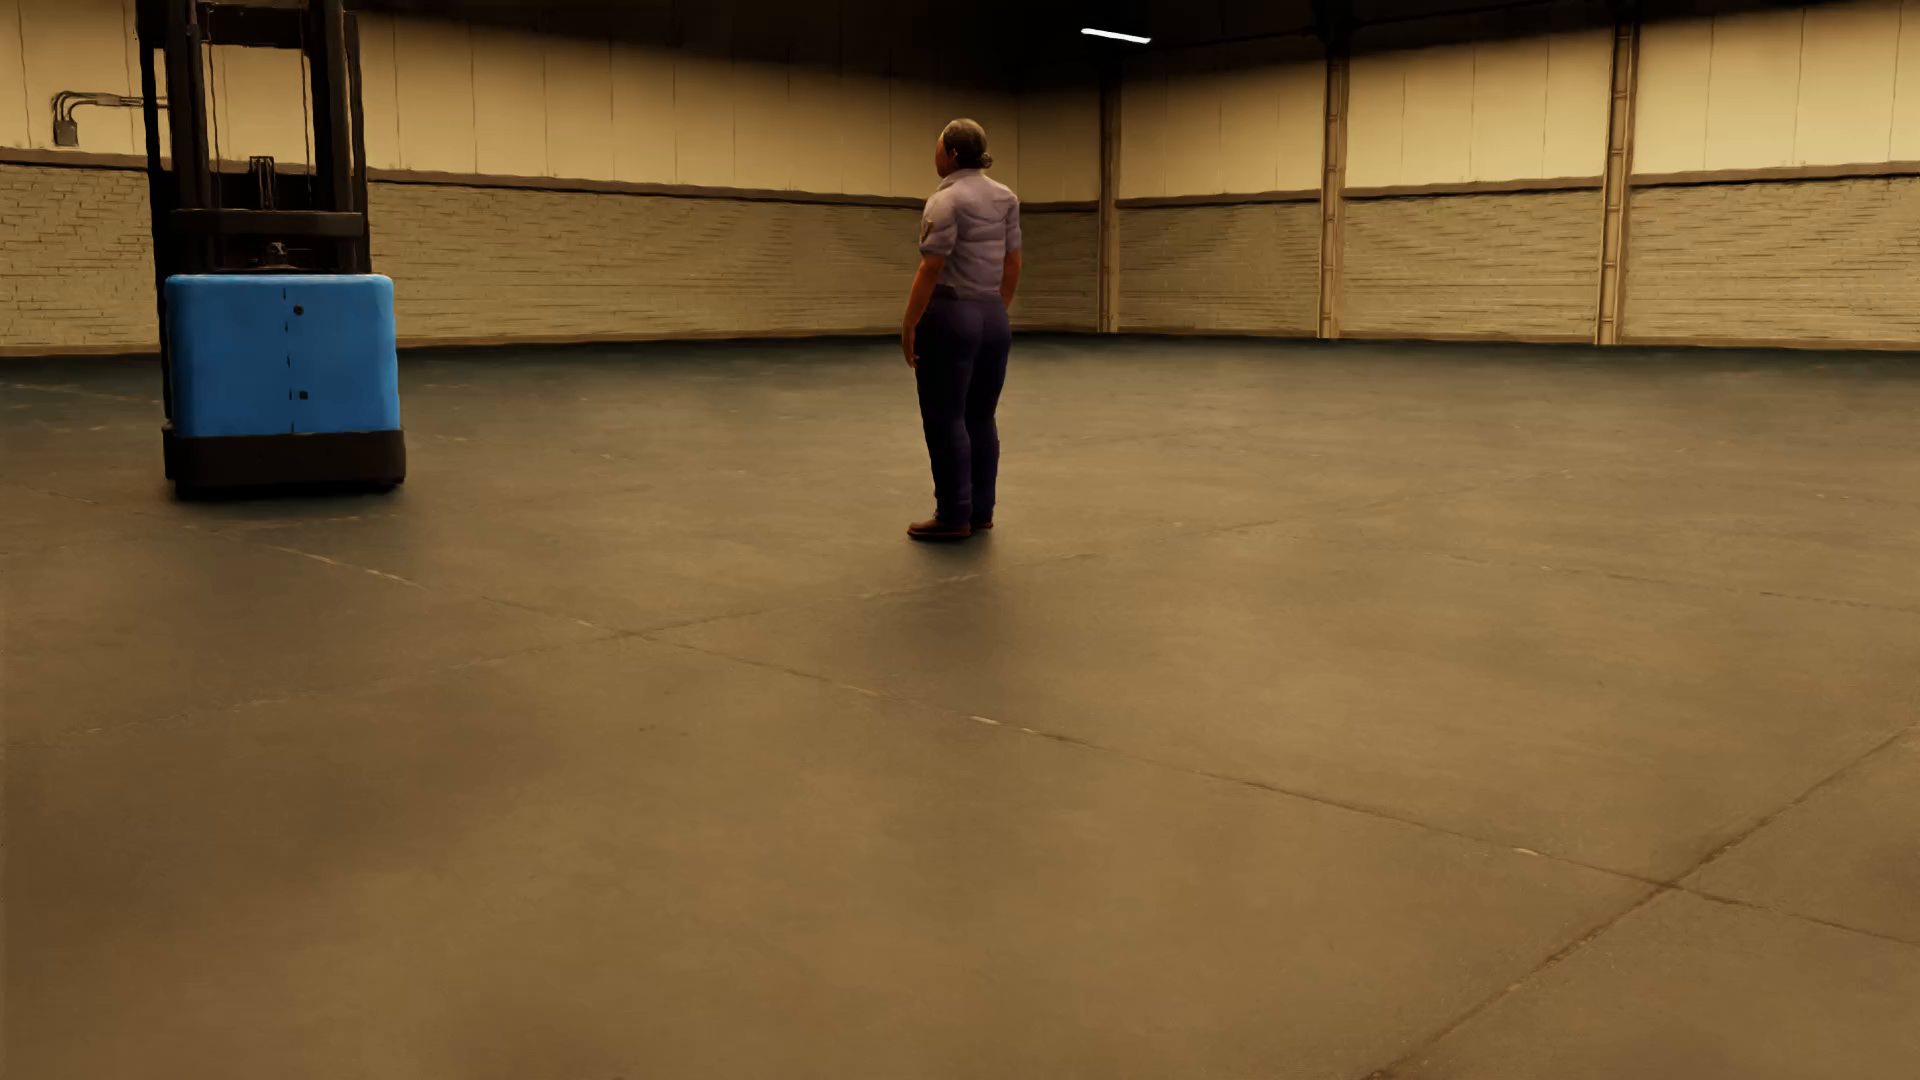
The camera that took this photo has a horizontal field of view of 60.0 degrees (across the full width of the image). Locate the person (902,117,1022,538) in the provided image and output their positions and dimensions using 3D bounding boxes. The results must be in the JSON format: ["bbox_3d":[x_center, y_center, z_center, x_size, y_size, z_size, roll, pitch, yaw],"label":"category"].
[{"bbox_3d":[-0.049,-0.828,6.672,0.502,1.640,0.599,8,12,43],"label":"person"}]

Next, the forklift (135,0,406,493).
[{"bbox_3d":[-3.892,-1.859,9.220,1.130,2.935,3.031,-4,10,-26],"label":"forklift"}]
